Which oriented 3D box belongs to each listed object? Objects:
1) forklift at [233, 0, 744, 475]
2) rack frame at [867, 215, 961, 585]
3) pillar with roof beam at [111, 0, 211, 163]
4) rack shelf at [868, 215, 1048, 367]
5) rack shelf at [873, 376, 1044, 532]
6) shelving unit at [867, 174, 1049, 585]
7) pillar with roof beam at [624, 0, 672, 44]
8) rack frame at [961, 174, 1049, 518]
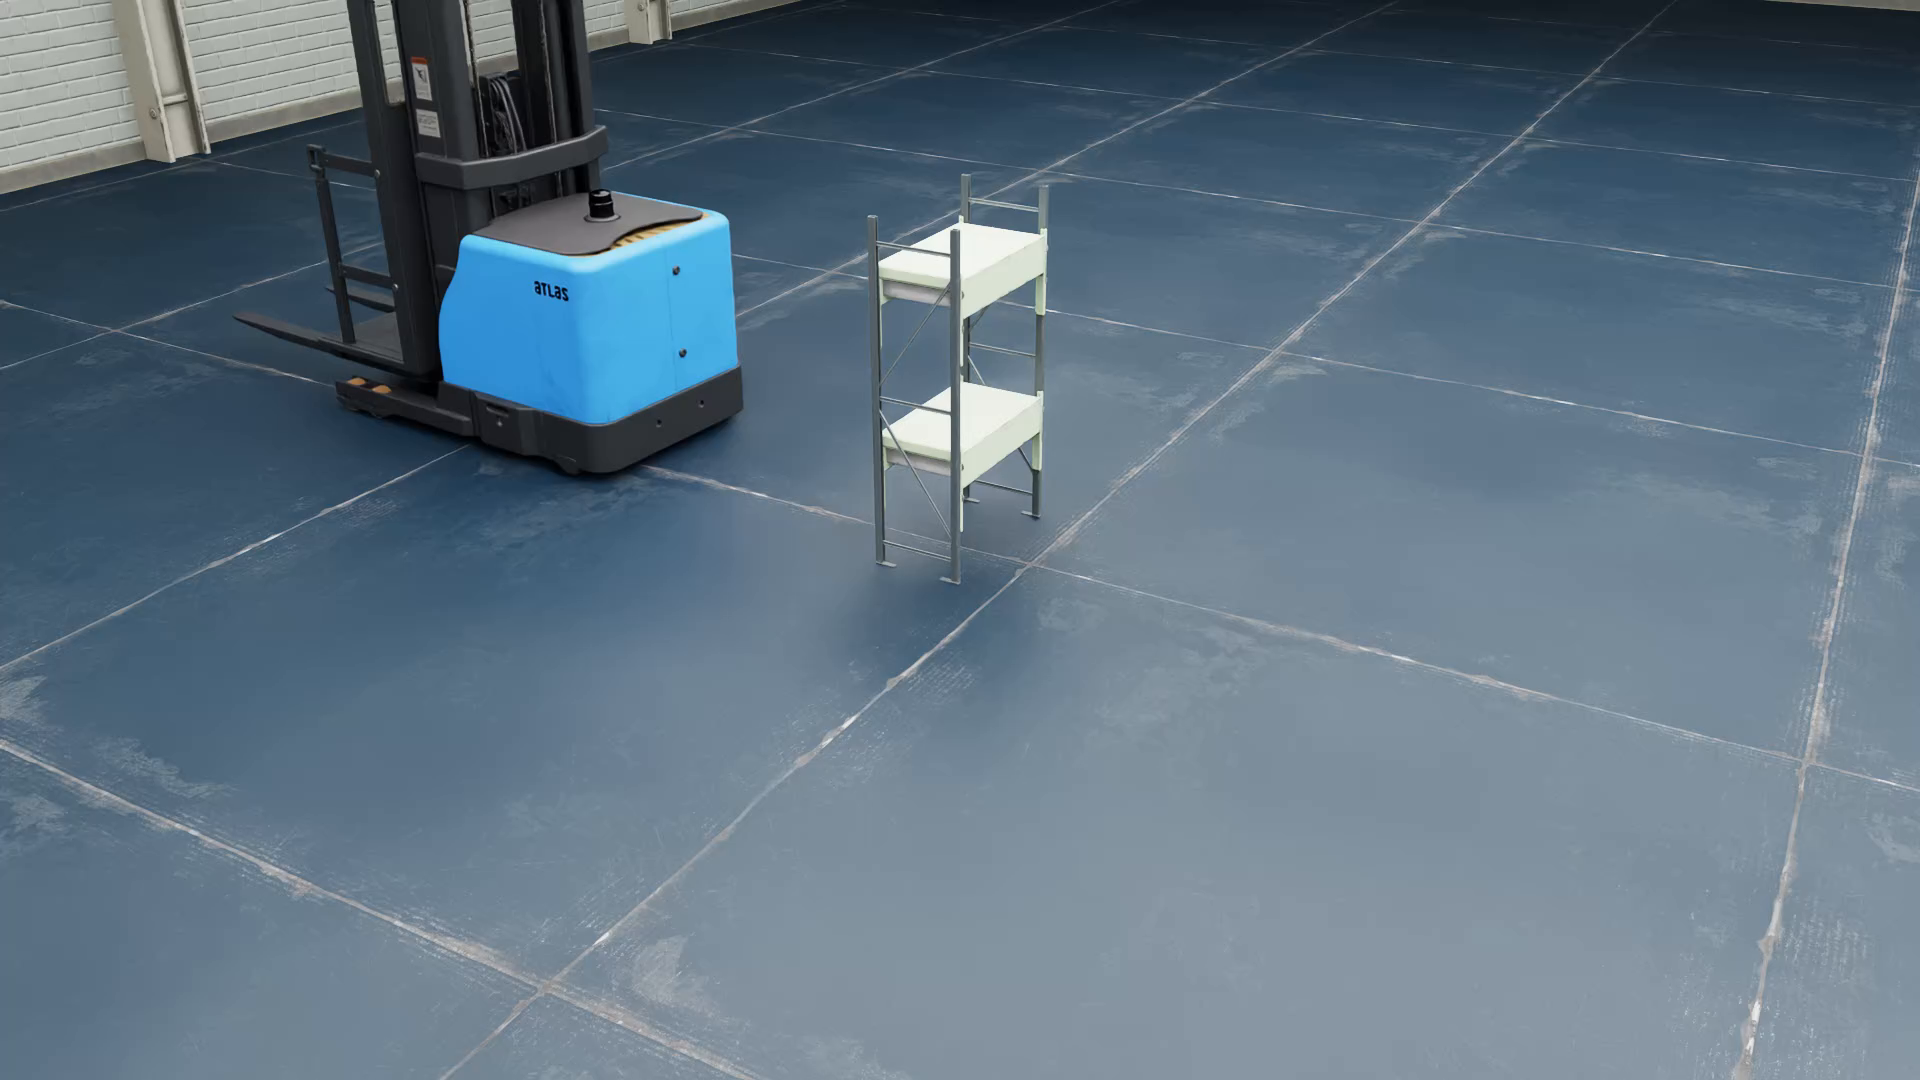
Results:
[{"bbox_3d":[-2.604,-2.108,8.187,3.031,2.935,1.130,17,31,30],"label":"forklift"},{"bbox_3d":[-0.177,-0.531,6.635,0.400,1.500,0.023,14,30,26],"label":"rack frame"},{"bbox_3d":[-2.586,-6.194,9.570,9.100,9.000,0.400,14,30,26],"label":"pillar with roof beam"},{"bbox_3d":[0.003,-1.022,6.745,0.431,0.370,0.720,14,30,26],"label":"rack shelf"},{"bbox_3d":[0.003,-0.382,7.065,0.431,0.370,0.720,14,30,26],"label":"rack shelf"},{"bbox_3d":[0.003,-0.673,6.919,0.431,1.500,0.755,14,30,26],"label":"shelving unit"},{"bbox_3d":[0.365,-8.532,14.242,9.100,9.000,0.400,14,30,26],"label":"pillar with roof beam"},{"bbox_3d":[0.183,-0.816,7.204,0.400,1.500,0.023,14,30,26],"label":"rack frame"}]
